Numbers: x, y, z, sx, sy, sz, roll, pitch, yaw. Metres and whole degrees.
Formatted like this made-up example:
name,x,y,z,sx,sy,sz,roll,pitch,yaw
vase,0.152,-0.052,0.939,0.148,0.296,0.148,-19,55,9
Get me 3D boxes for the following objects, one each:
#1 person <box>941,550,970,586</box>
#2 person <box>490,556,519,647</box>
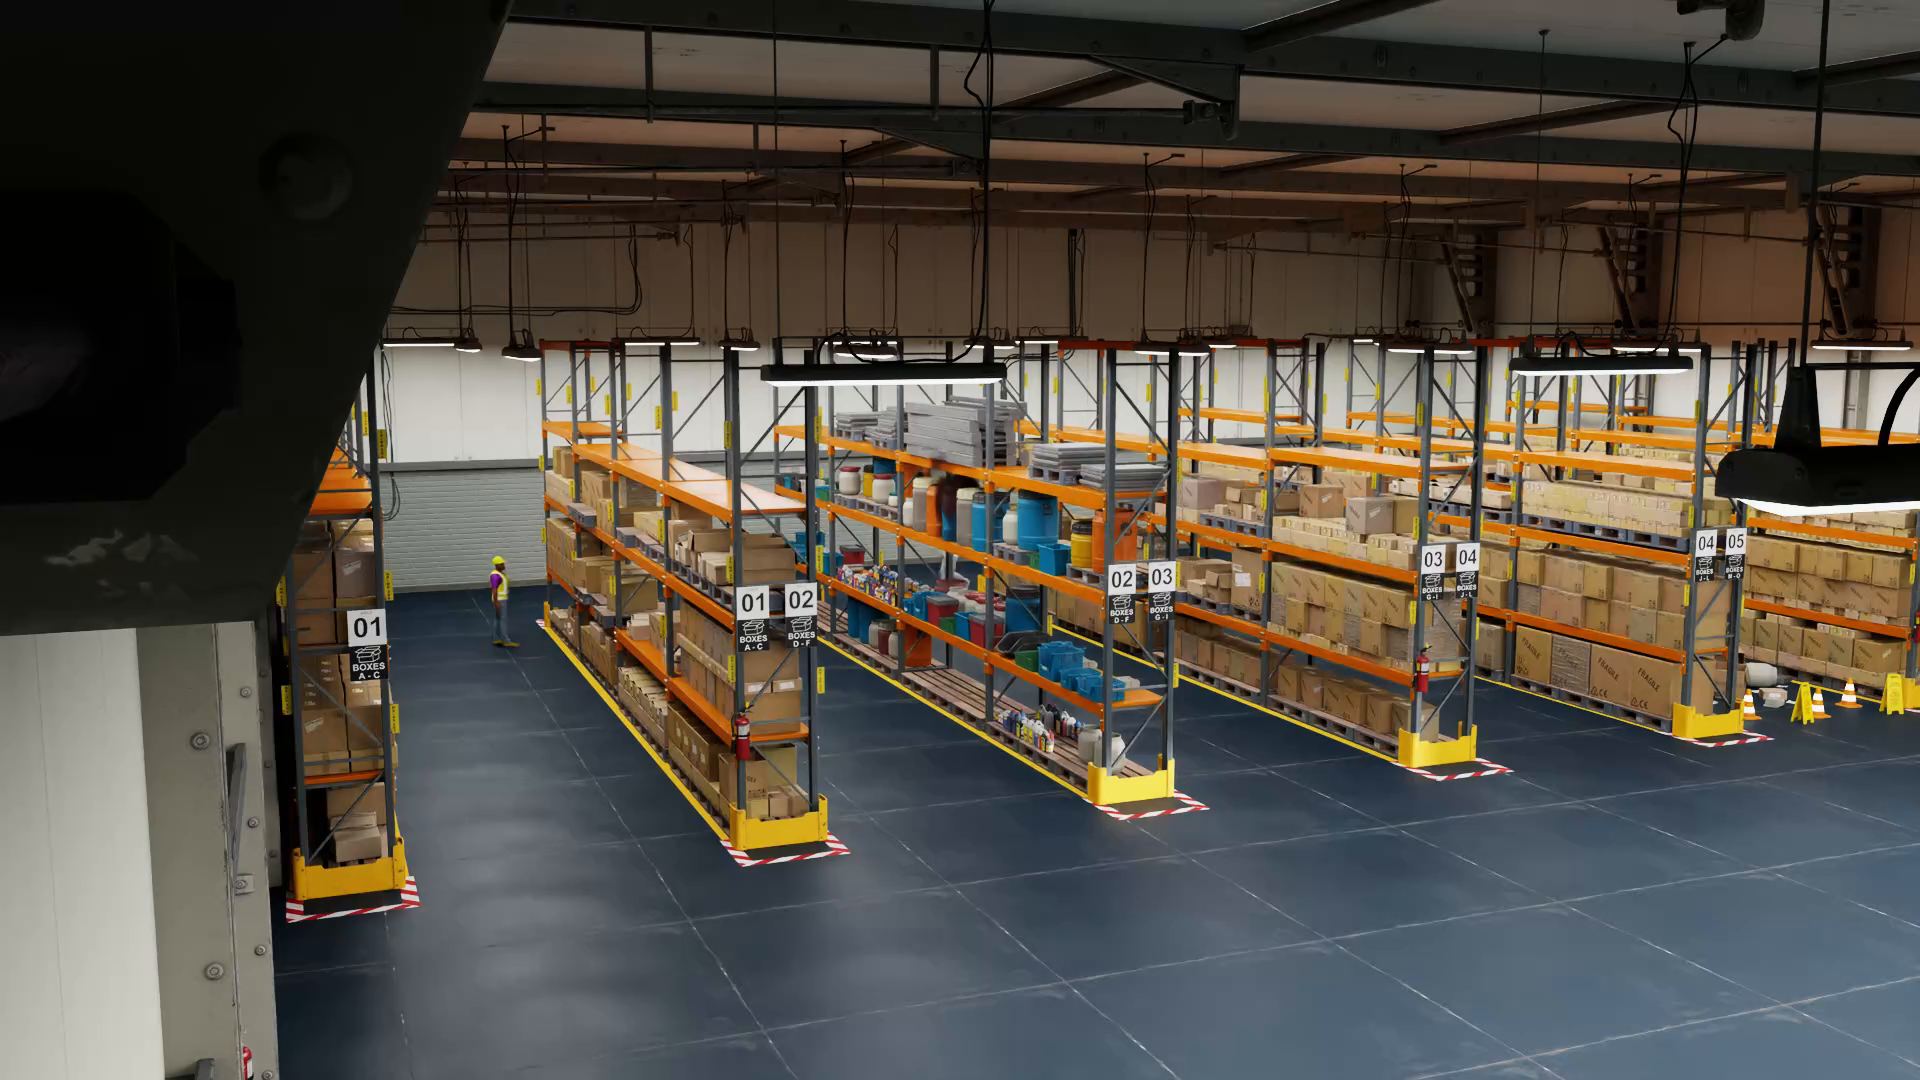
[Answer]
name,x,y,z,sx,sy,sz,roll,pitch,yaw
person,-0.195,0.411,39.283,0.850,1.626,0.536,-1,7,-4
person,-8.979,1.198,32.766,0.530,1.783,0.596,-1,8,-10
